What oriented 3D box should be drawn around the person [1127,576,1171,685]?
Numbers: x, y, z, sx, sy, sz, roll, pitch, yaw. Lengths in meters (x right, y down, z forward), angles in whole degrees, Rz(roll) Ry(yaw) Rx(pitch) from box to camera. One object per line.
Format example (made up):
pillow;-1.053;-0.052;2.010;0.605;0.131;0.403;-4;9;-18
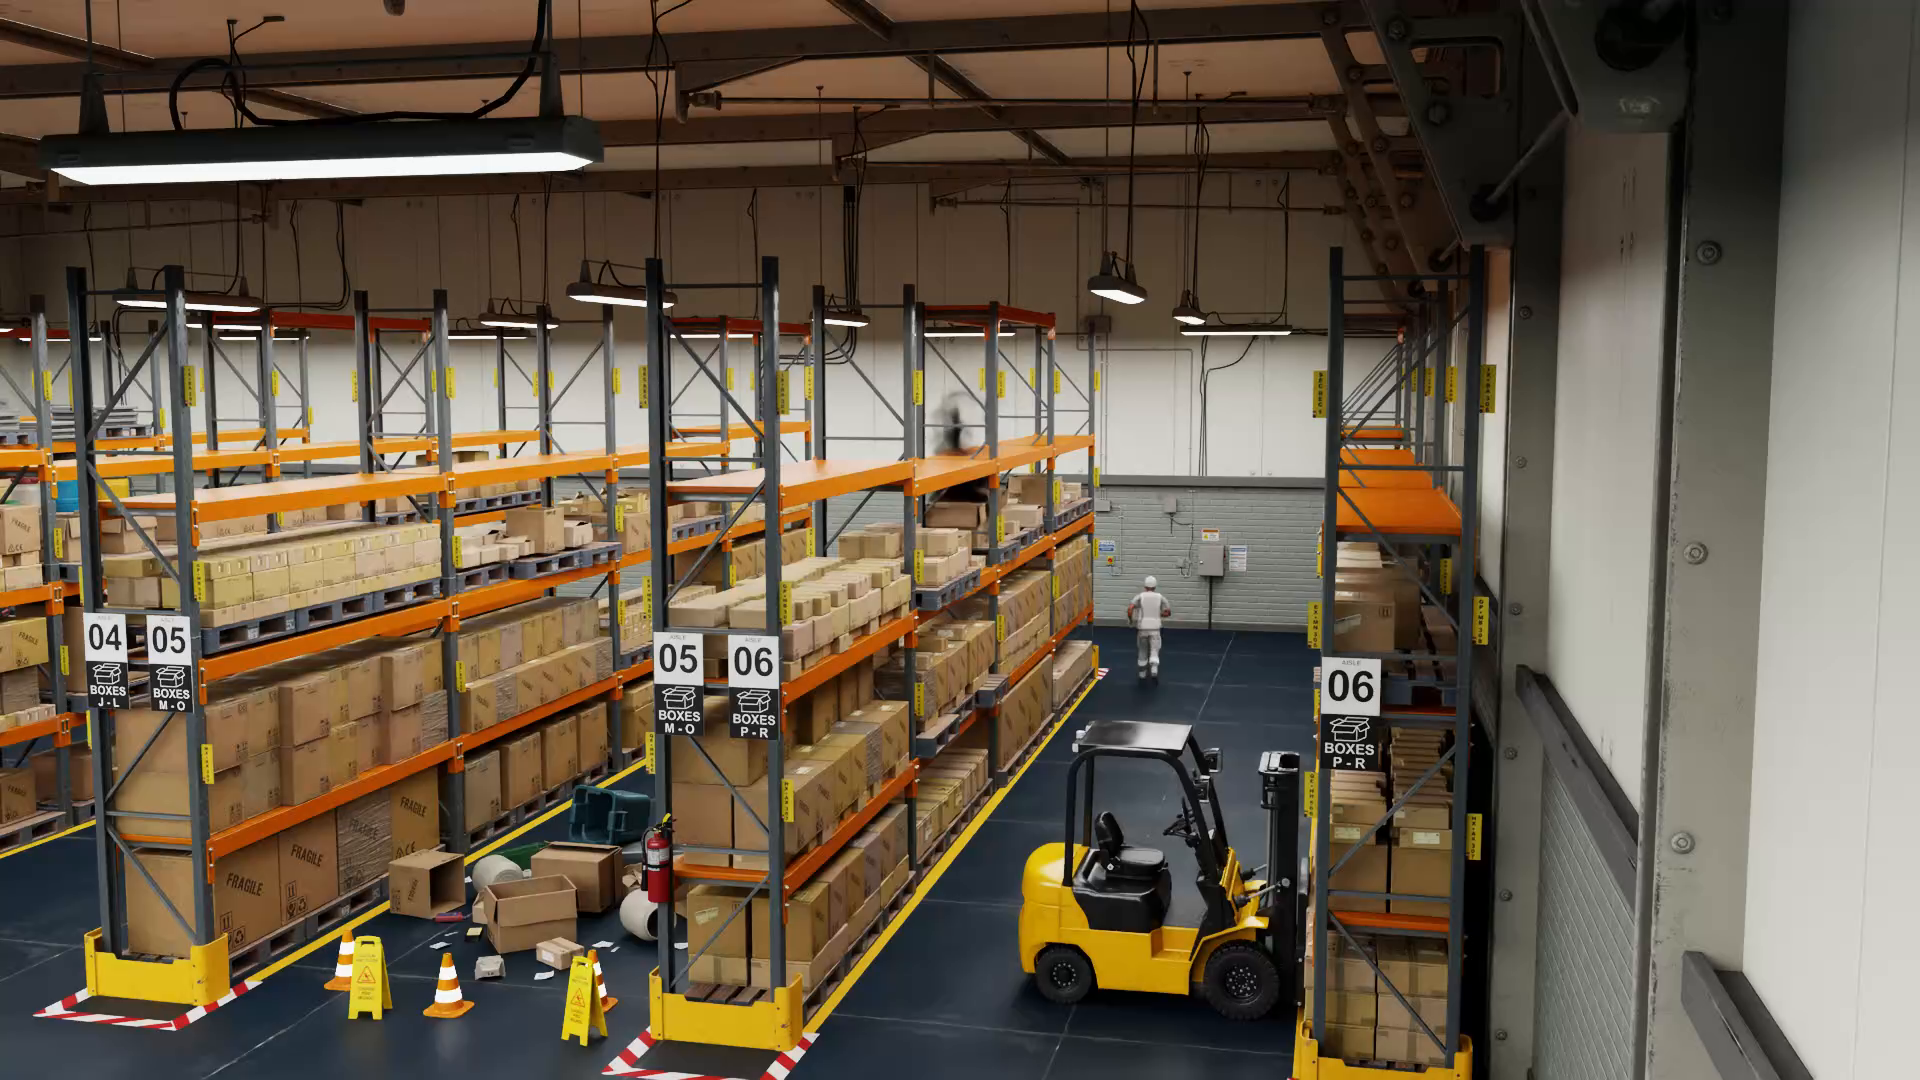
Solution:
person;3.109;1.488;27.335;0.712;1.795;0.968;1;6;8
